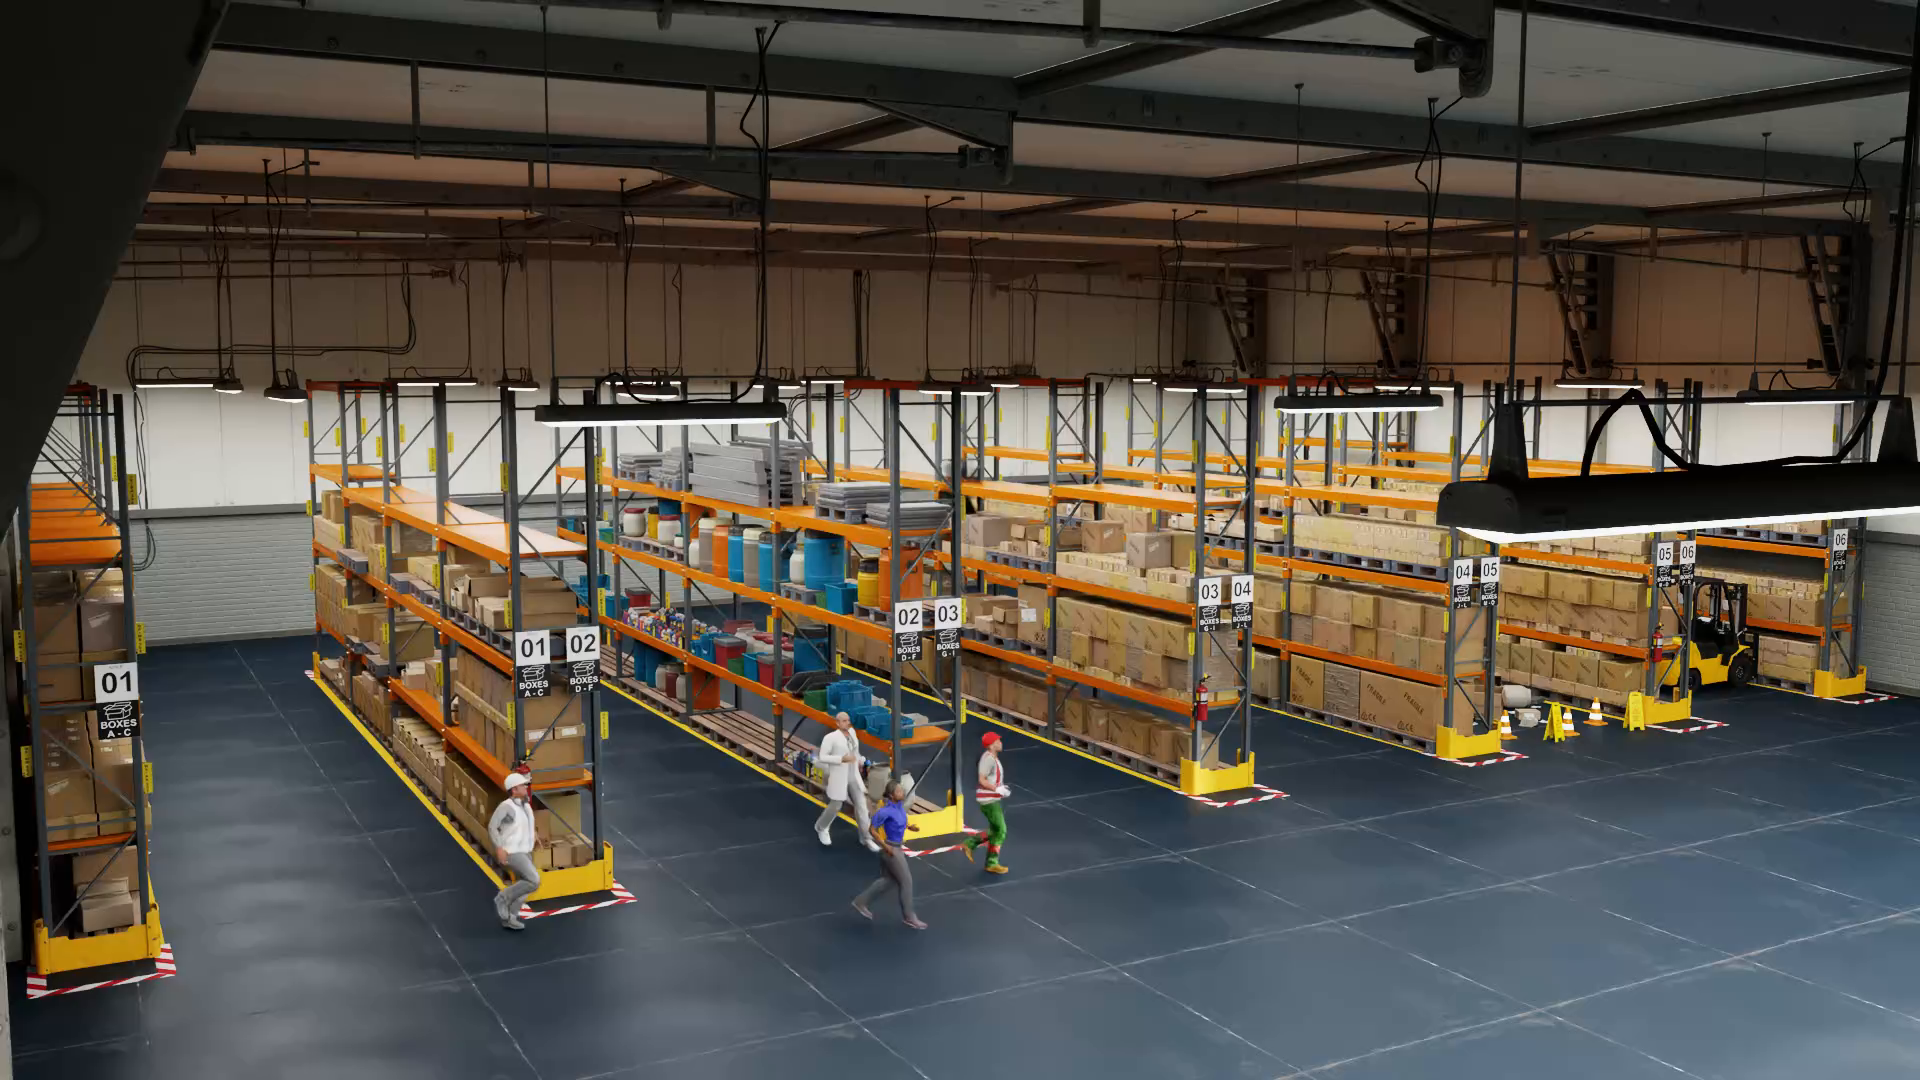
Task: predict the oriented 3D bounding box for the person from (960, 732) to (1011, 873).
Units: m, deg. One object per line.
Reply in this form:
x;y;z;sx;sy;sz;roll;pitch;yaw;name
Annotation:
0.332;3.266;20.859;0.655;1.729;0.694;1;6;7;person

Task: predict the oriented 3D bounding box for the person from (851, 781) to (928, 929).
-0.794;3.534;18.703;0.870;1.662;0.566;1;6;5;person

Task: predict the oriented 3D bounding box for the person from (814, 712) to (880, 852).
-1.511;3.108;21.582;0.728;1.782;1.028;-5;8;-41;person

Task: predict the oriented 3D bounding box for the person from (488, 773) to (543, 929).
-4.943;3.496;18.775;0.534;1.694;0.684;1;6;12;person
